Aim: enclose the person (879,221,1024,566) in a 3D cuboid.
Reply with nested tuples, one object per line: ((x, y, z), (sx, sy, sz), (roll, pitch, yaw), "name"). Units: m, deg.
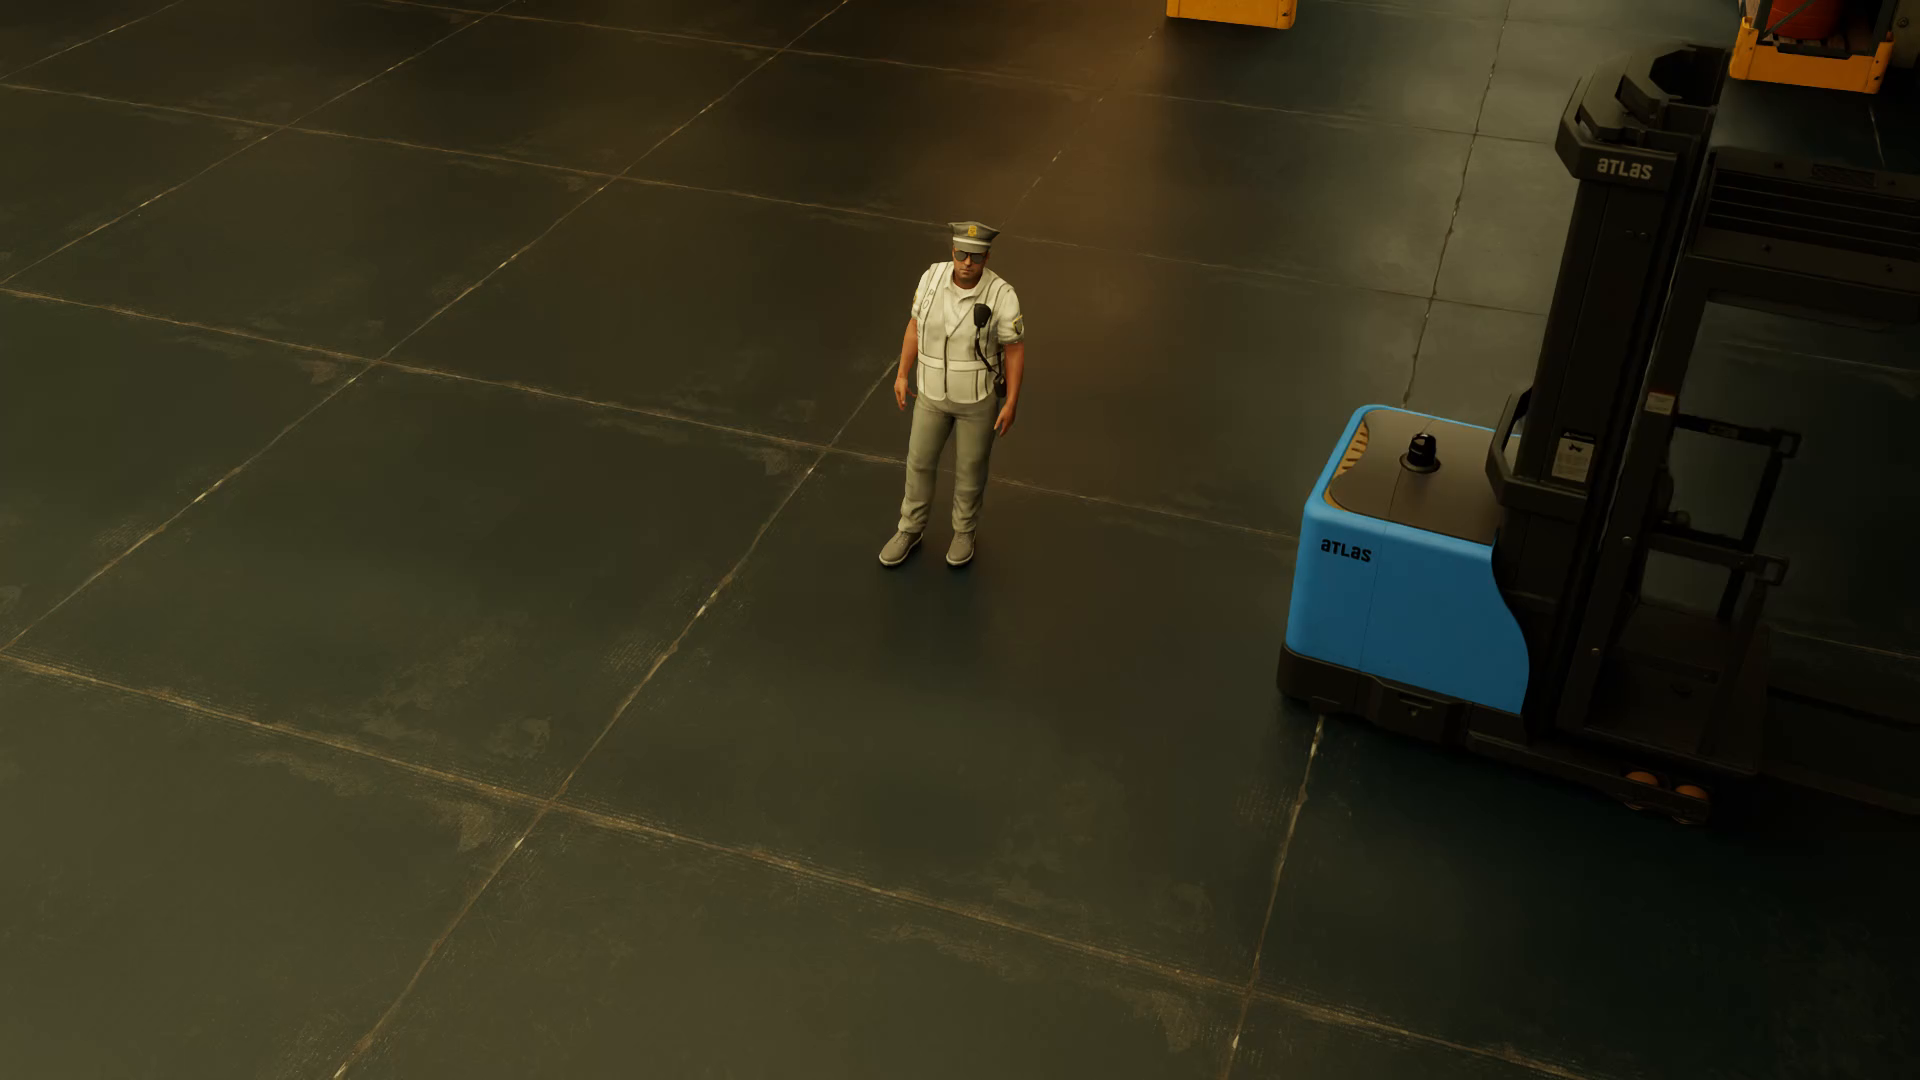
((-0.037, -0.693, 8.069), (0.640, 1.781, 0.575), (12, 37, 16), "person")

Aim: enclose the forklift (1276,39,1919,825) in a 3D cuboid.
((3.005, -0.355, 6.612), (3.031, 2.935, 1.130), (15, 38, 20), "forklift")
